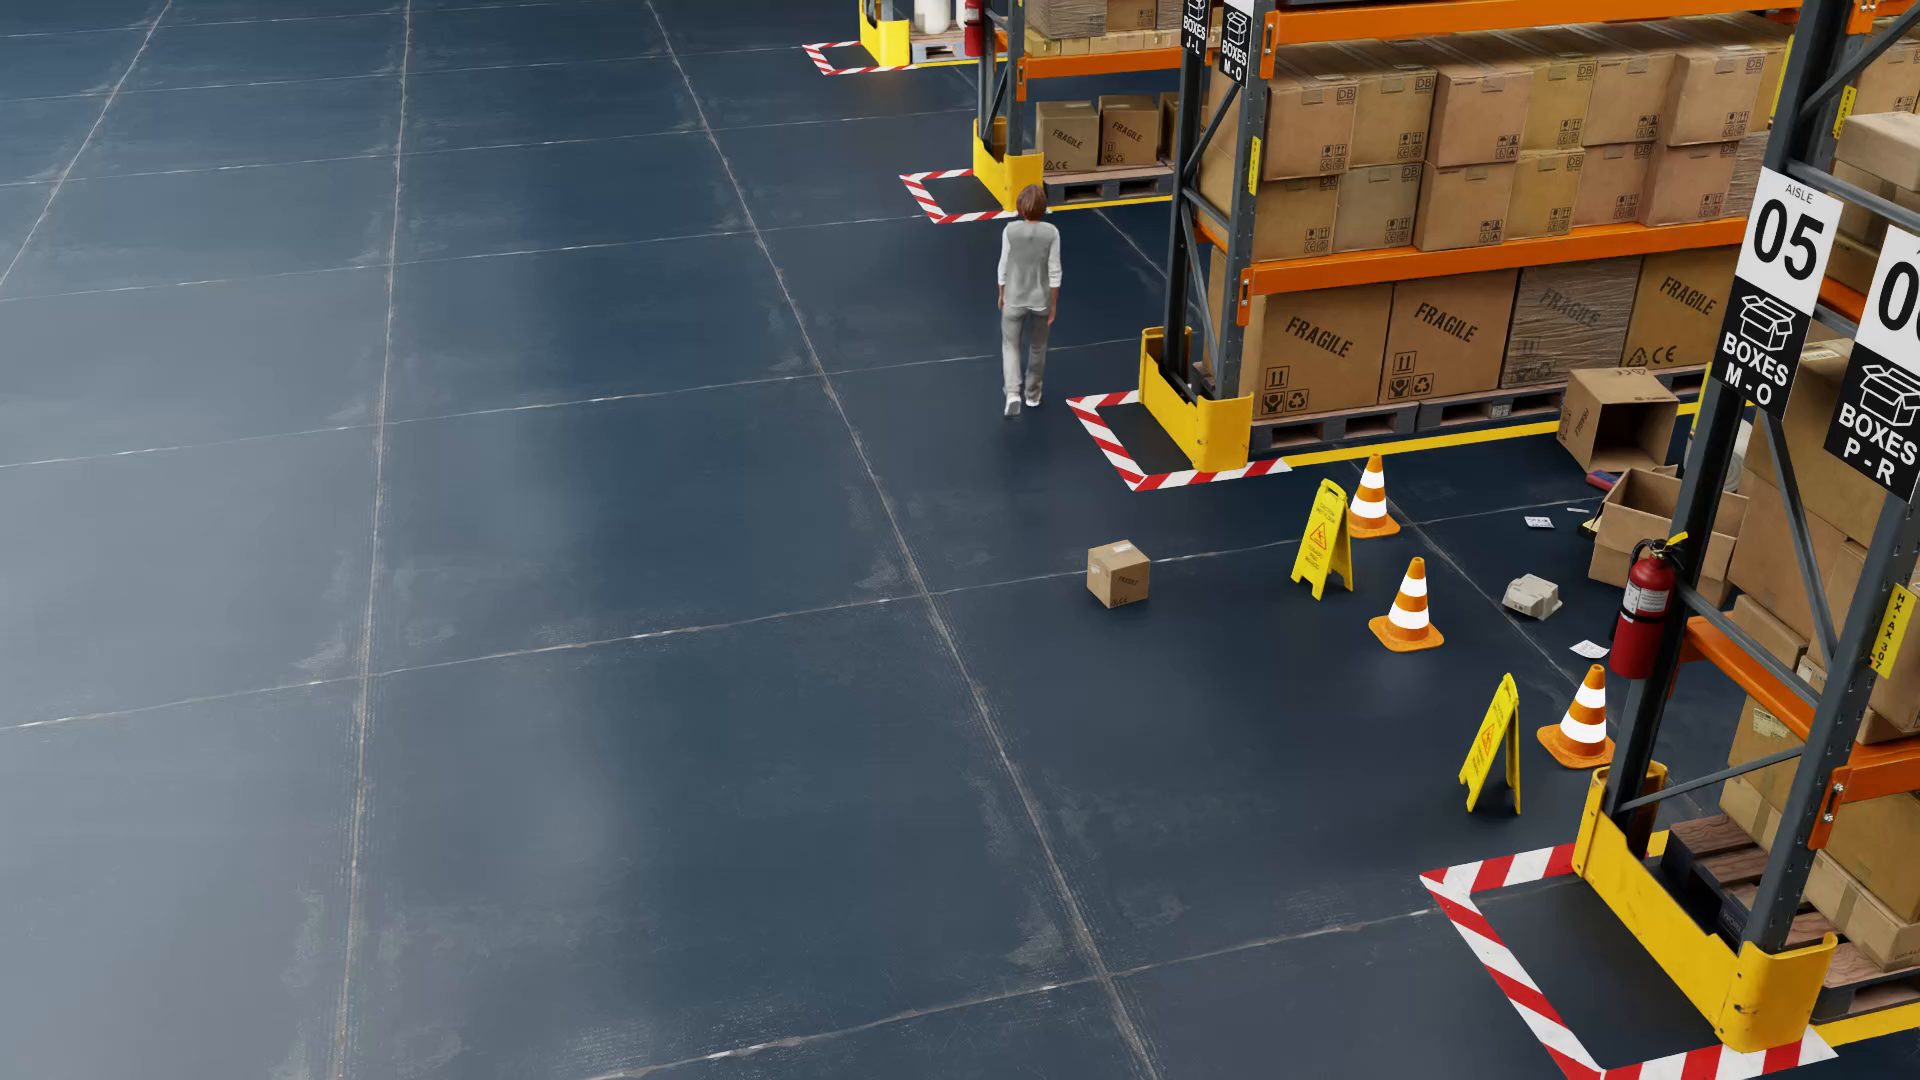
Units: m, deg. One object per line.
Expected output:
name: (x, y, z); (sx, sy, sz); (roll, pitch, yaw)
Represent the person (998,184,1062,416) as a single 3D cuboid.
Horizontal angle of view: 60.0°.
person: (0.447, -1.529, 10.786); (0.413, 1.580, 0.723); (1, 31, 2)
